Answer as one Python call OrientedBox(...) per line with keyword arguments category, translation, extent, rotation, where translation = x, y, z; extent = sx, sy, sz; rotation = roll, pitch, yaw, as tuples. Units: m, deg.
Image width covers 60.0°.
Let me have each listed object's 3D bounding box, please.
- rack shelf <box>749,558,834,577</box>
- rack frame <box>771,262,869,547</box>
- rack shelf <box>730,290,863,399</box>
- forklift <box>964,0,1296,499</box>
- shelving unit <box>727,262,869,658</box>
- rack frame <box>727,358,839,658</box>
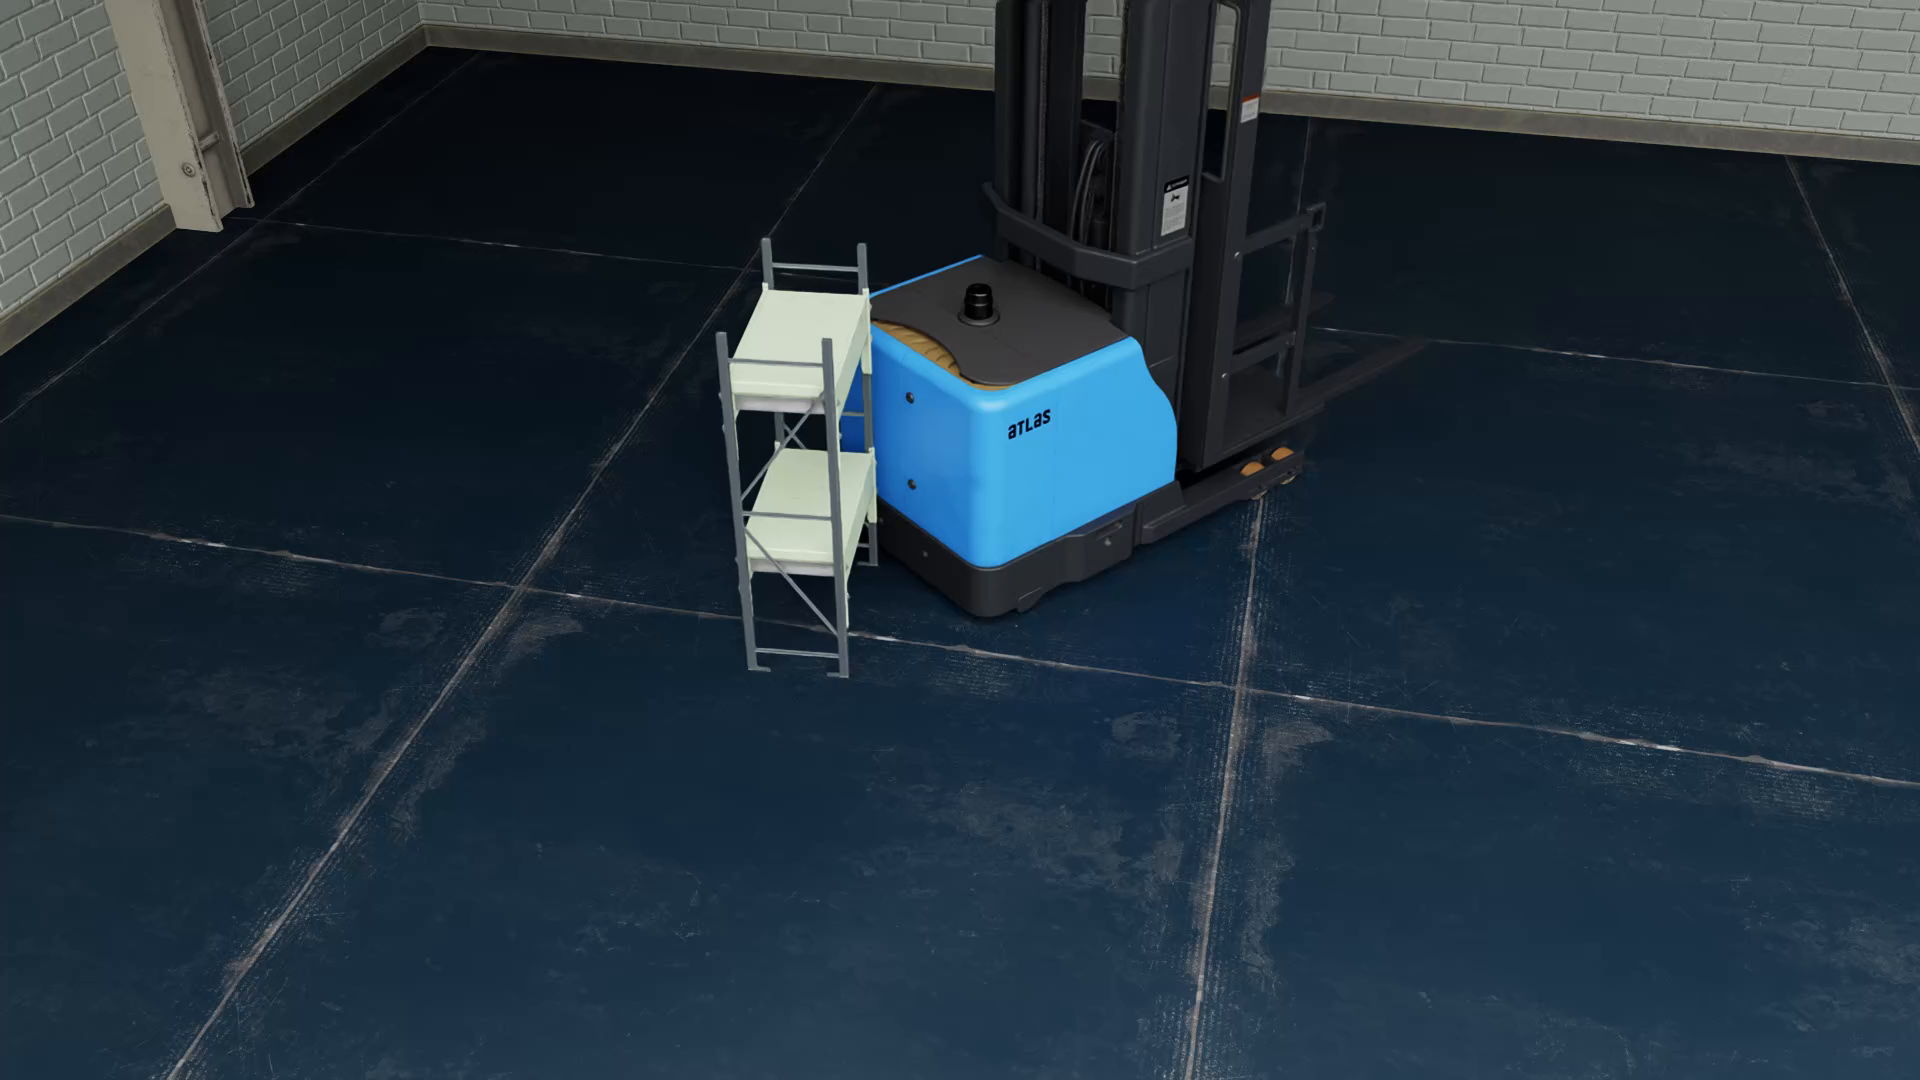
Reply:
OrientedBox(category="rack shelf", translation=(-0.591, -0.092, 6.532), extent=(0.332, 0.071, 0.664), rotation=(4, 36, 5))
OrientedBox(category="rack frame", translation=(-0.550, -0.511, 6.677), extent=(0.380, 1.308, 0.010), rotation=(4, 36, 5))
OrientedBox(category="rack shelf", translation=(-0.591, -0.722, 6.076), extent=(0.368, 0.052, 0.686), rotation=(4, 36, 5))
OrientedBox(category="forklift", translation=(0.949, -1.584, 6.937), extent=(3.031, 2.935, 1.109), rotation=(-25, 43, -31))
OrientedBox(category="shelving unit", translation=(-0.592, -0.298, 6.383), extent=(0.380, 1.308, 0.742), rotation=(4, 36, 5))
OrientedBox(category="rack frame", translation=(-0.634, -0.085, 6.089), extent=(0.380, 1.308, 0.010), rotation=(4, 36, 5))
